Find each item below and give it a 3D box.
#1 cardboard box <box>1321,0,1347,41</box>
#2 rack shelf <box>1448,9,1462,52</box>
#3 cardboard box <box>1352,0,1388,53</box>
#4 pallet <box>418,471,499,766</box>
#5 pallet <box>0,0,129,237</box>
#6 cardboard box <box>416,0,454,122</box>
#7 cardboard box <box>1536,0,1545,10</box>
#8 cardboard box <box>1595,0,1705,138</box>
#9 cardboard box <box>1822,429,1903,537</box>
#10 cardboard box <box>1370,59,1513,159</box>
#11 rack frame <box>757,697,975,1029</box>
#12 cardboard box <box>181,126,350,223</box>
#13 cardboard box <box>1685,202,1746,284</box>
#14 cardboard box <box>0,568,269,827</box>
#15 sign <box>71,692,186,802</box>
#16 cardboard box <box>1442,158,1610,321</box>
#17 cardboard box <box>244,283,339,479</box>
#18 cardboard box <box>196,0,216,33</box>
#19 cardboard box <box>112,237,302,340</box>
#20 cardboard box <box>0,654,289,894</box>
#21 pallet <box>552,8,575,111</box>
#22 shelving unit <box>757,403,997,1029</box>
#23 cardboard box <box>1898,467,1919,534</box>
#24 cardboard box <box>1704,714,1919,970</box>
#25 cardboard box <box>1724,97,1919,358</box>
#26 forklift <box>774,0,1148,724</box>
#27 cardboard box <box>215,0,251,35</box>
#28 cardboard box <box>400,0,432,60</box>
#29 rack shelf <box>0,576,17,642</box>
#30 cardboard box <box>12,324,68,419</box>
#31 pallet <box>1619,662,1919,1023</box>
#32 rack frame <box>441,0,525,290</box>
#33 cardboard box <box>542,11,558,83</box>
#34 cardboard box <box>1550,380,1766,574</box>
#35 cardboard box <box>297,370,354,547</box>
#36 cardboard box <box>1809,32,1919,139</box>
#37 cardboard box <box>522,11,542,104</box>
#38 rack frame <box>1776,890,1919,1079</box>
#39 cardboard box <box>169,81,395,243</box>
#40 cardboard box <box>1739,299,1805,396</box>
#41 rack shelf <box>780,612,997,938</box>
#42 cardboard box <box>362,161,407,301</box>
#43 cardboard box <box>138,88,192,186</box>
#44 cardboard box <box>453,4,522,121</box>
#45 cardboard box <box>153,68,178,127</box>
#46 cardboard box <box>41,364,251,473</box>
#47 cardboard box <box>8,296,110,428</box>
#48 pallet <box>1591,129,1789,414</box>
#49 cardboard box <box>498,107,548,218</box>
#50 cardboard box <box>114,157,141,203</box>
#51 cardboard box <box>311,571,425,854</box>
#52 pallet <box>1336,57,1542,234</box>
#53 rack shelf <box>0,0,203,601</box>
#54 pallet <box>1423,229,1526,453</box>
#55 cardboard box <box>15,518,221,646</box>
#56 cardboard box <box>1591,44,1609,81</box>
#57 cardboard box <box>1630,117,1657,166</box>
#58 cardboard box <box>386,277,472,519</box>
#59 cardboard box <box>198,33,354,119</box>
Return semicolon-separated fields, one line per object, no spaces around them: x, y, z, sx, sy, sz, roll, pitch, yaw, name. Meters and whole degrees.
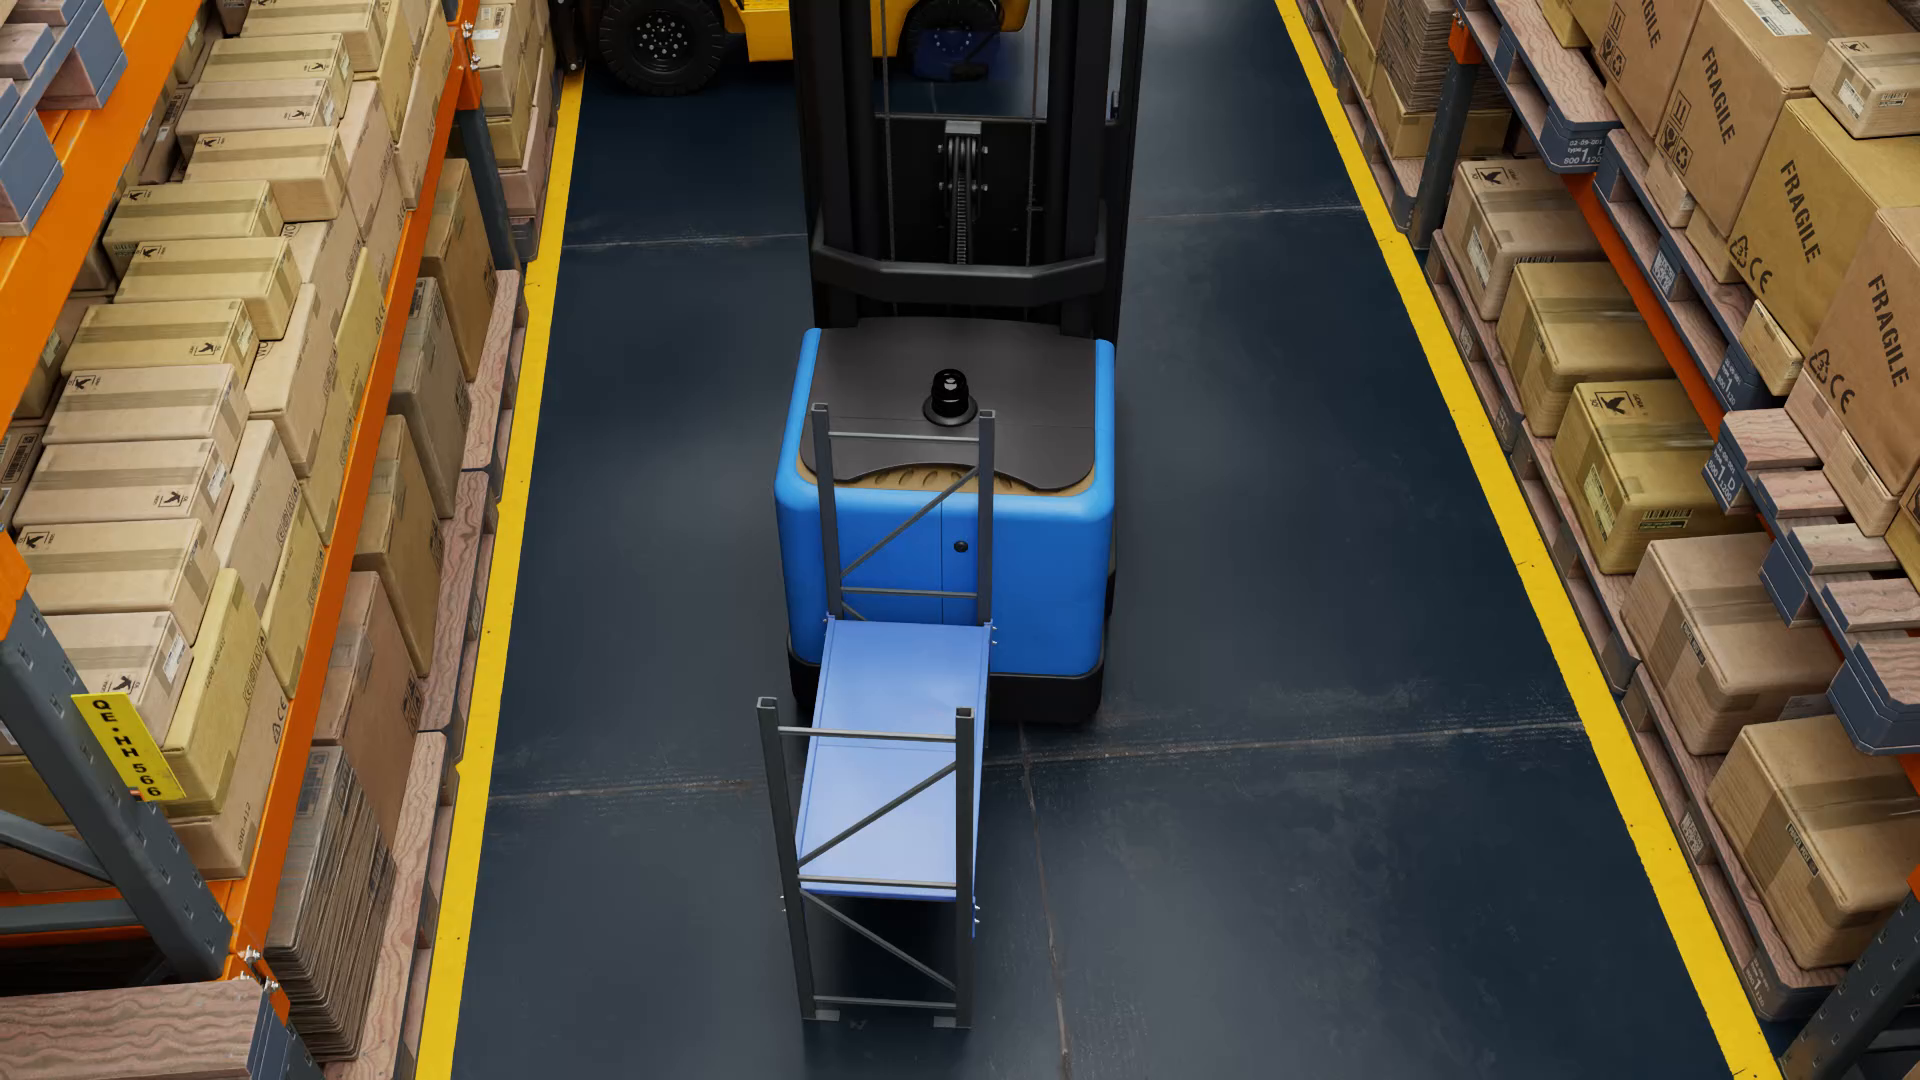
2.125;-2.764;8.407;0.500;0.250;0.500;-3;47;-3;cardboard box
2.367;-3.601;8.090;1.077;0.370;4.000;-3;47;-3;rack shelf
2.173;-2.638;7.770;0.500;0.500;0.500;-3;47;-3;cardboard box
-2.206;0.277;5.842;1.003;0.211;1.213;-3;47;-3;pallet
-2.222;-0.655;2.868;1.213;0.211;1.003;-2;47;-1;pallet
-2.108;-1.697;5.894;0.500;0.250;0.500;-3;47;-2;cardboard box
2.266;-2.040;6.000;0.380;0.149;0.250;-3;47;-3;cardboard box
2.358;-1.605;5.141;0.500;0.500;0.500;-4;47;-4;cardboard box
2.447;-0.157;4.217;0.380;0.149;0.250;-4;47;-4;cardboard box
2.217;-2.012;7.694;0.500;0.250;0.500;-2;47;-1;cardboard box
-0.217;0.900;4.364;0.500;1.500;0.032;3;47;2;rack frame
-1.926;-1.011;4.626;0.380;0.149;0.250;-5;47;-4;cardboard box
2.399;-0.904;4.924;0.380;0.149;0.250;-5;47;-5;cardboard box
-1.845;0.339;3.622;0.500;0.250;0.500;-4;47;-3;cardboard box
-1.536;0.386;3.075;0.100;0.325;0.005;-3;47;-3;sign
2.581;-1.263;6.901;0.950;0.372;0.625;-3;47;-3;cardboard box
-1.937;-0.401;4.323;0.500;0.250;0.500;-5;47;-4;cardboard box
-2.605;-1.709;5.287;0.380;0.149;0.250;-4;47;-3;cardboard box
-1.928;-0.642;4.276;0.380;0.149;0.250;-3;47;-2;cardboard box
-1.870;0.513;3.802;0.500;0.250;0.500;-3;47;-3;cardboard box
-2.541;-2.601;8.568;1.003;0.211;1.213;-3;47;-3;pallet
-0.186;0.532;4.713;0.538;1.500;1.048;3;47;2;shelving unit
2.554;-0.100;3.716;0.500;0.500;0.500;-5;47;-4;cardboard box
2.832;0.843;4.907;0.950;0.372;0.625;-6;47;-6;cardboard box
2.457;-0.839;4.415;0.500;0.500;0.500;-6;47;-6;cardboard box
0.039;-1.460;5.614;1.130;2.935;3.031;3;47;2;forklift
-2.154;-1.755;5.330;0.380;0.149;0.250;-4;47;-3;cardboard box
-2.115;-1.878;5.721;0.500;0.250;0.500;-4;47;-4;cardboard box
-1.909;1.460;1.231;1.077;0.370;4.000;-3;47;-3;rack shelf
-2.434;-0.424;4.070;0.380;0.149;0.250;-4;47;-4;cardboard box
2.806;0.886;5.265;1.003;0.211;1.213;-3;47;-3;pallet
-2.411;-2.097;6.170;1.000;3.000;0.127;-3;47;-3;rack frame
-2.238;-2.403;8.065;0.500;0.250;0.500;-3;47;-3;cardboard box
2.705;-0.240;5.932;0.950;0.372;0.625;-2;47;-2;cardboard box
-1.957;-0.224;4.499;0.500;0.250;0.500;-5;47;-5;cardboard box
2.451;-1.178;4.290;0.380;0.149;0.250;-6;47;-5;cardboard box
-2.188;-2.201;7.529;0.500;0.250;0.500;-4;47;-4;cardboard box
2.869;0.493;3.717;1.000;3.000;0.127;-3;47;-3;rack frame
-2.028;-1.136;5.018;0.500;0.250;0.500;-3;47;-3;cardboard box
2.397;-0.538;4.578;0.380;0.149;0.250;-3;47;-3;cardboard box
-0.186;0.656;4.844;0.538;0.185;1.000;3;47;2;rack shelf
-2.050;-0.972;5.208;0.500;0.250;0.500;-3;47;-3;cardboard box
-2.561;-1.098;4.983;0.500;0.250;0.500;-5;47;-4;cardboard box
-2.139;-2.009;7.002;0.500;0.250;0.500;-4;47;-4;cardboard box
-2.568;-1.344;4.941;0.380;0.149;0.250;-4;47;-3;cardboard box
-1.915;-0.275;3.928;0.380;0.149;0.250;-3;47;-3;cardboard box
-2.475;-0.364;4.288;0.500;0.250;0.500;-4;47;-4;cardboard box
2.663;-0.871;5.141;1.003;0.211;1.213;-3;47;-3;pallet
-2.122;-1.666;7.366;0.500;0.250;0.500;-3;47;-3;cardboard box
-2.514;-0.981;4.598;0.380;0.149;0.250;-3;47;-3;cardboard box
-2.178;0.545;5.014;0.875;0.625;0.625;-2;47;-2;cardboard box
2.443;-1.926;7.929;1.003;0.211;1.213;-3;47;-3;pallet
-2.244;-1.434;3.972;1.077;0.370;4.000;-3;47;-3;rack shelf
2.601;-0.879;6.937;1.003;0.211;1.213;-3;47;-3;pallet
-1.833;0.098;3.575;0.380;0.149;0.250;-3;47;-2;cardboard box
2.378;-1.659;5.639;0.380;0.149;0.250;-1;47;-1;cardboard box
2.377;-1.291;5.290;0.380;0.149;0.250;-3;47;-3;cardboard box
-2.299;-0.486;5.991;0.875;0.625;0.625;-4;47;-4;cardboard box
-2.040;-1.379;4.975;0.380;0.149;0.250;-4;47;-4;cardboard box
